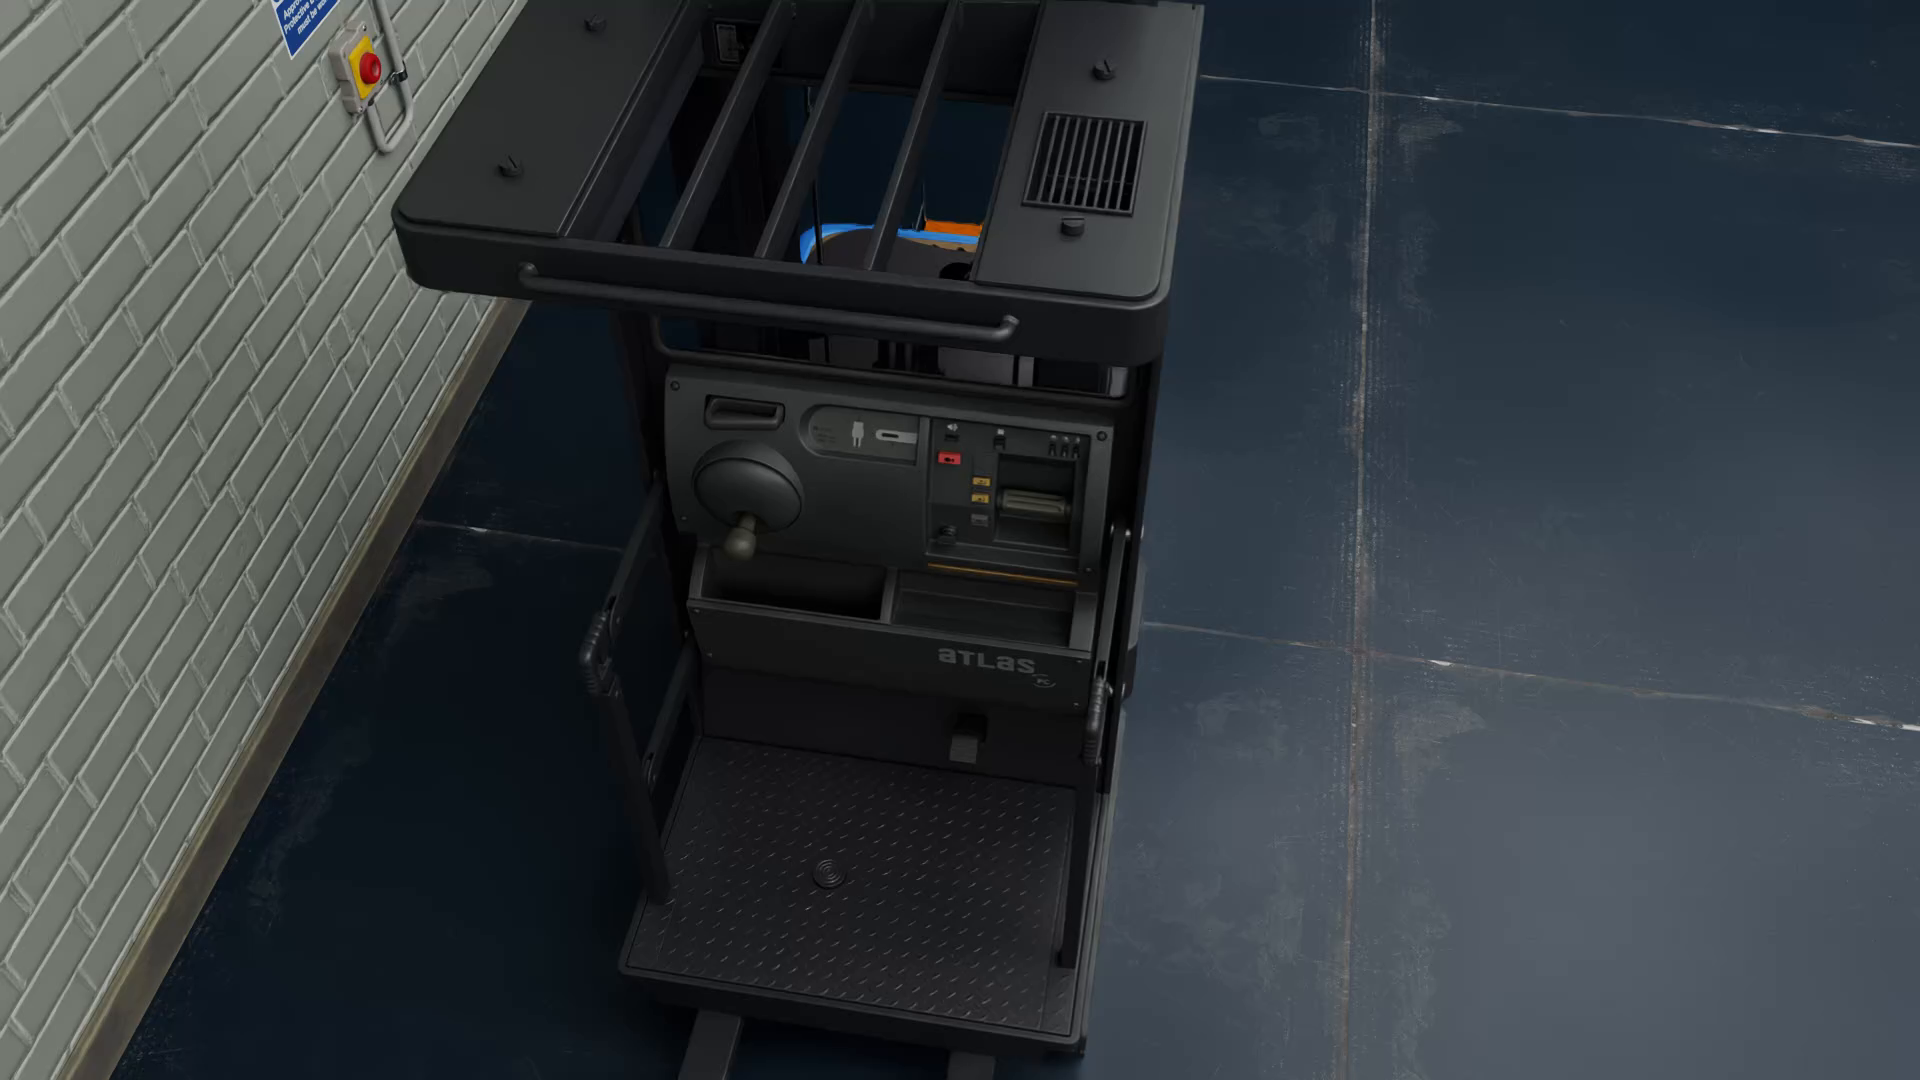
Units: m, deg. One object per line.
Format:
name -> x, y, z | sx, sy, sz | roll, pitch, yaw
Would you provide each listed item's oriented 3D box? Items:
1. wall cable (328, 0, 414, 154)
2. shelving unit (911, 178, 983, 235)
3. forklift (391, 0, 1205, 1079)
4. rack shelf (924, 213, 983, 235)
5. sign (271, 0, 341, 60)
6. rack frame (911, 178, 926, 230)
wall cable -> -1.638, -1.722, 4.077 | 0.123, 1.953, 0.585 | 8, 49, 7
shelving unit -> 0.002, -0.599, 5.083 | 0.252, 1.050, 0.215 | 7, 48, 6
forklift -> -0.189, -0.018, 3.296 | 1.130, 2.935, 3.031 | 7, 48, 6
rack shelf -> 0.002, -0.782, 4.879 | 0.240, 0.259, 0.215 | 7, 48, 6
sign -> -1.706, -1.436, 4.342 | 0.001, 0.218, 0.327 | 8, 49, 7
rack frame -> -0.119, -0.613, 5.095 | 0.008, 1.050, 0.200 | 7, 48, 6
